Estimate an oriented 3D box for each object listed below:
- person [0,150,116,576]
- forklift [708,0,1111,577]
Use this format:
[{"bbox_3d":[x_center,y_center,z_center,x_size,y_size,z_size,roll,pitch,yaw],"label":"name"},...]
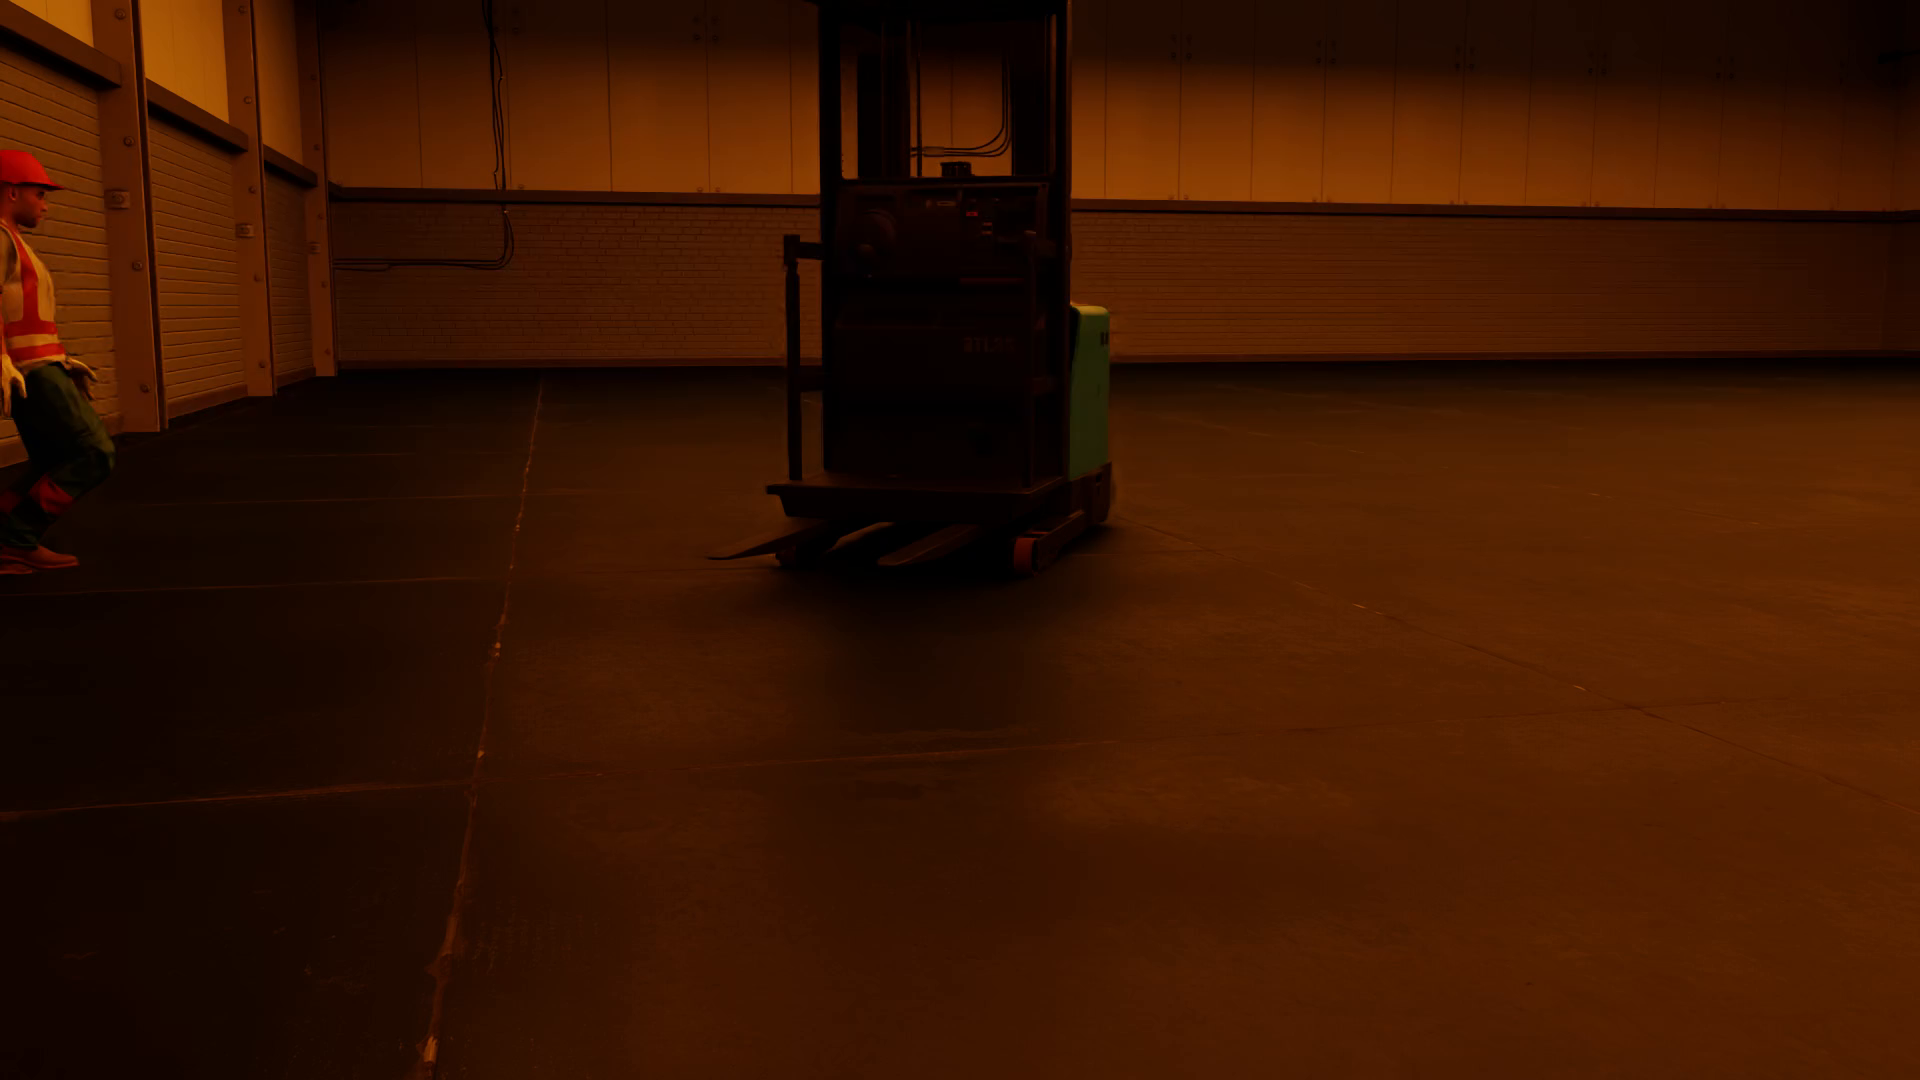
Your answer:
[{"bbox_3d":[-3.572,-0.649,6.394,0.599,1.669,0.967,-3,9,-21],"label":"person"},{"bbox_3d":[-0.137,-1.361,6.859,1.130,2.935,3.031,2,8,15],"label":"forklift"}]
